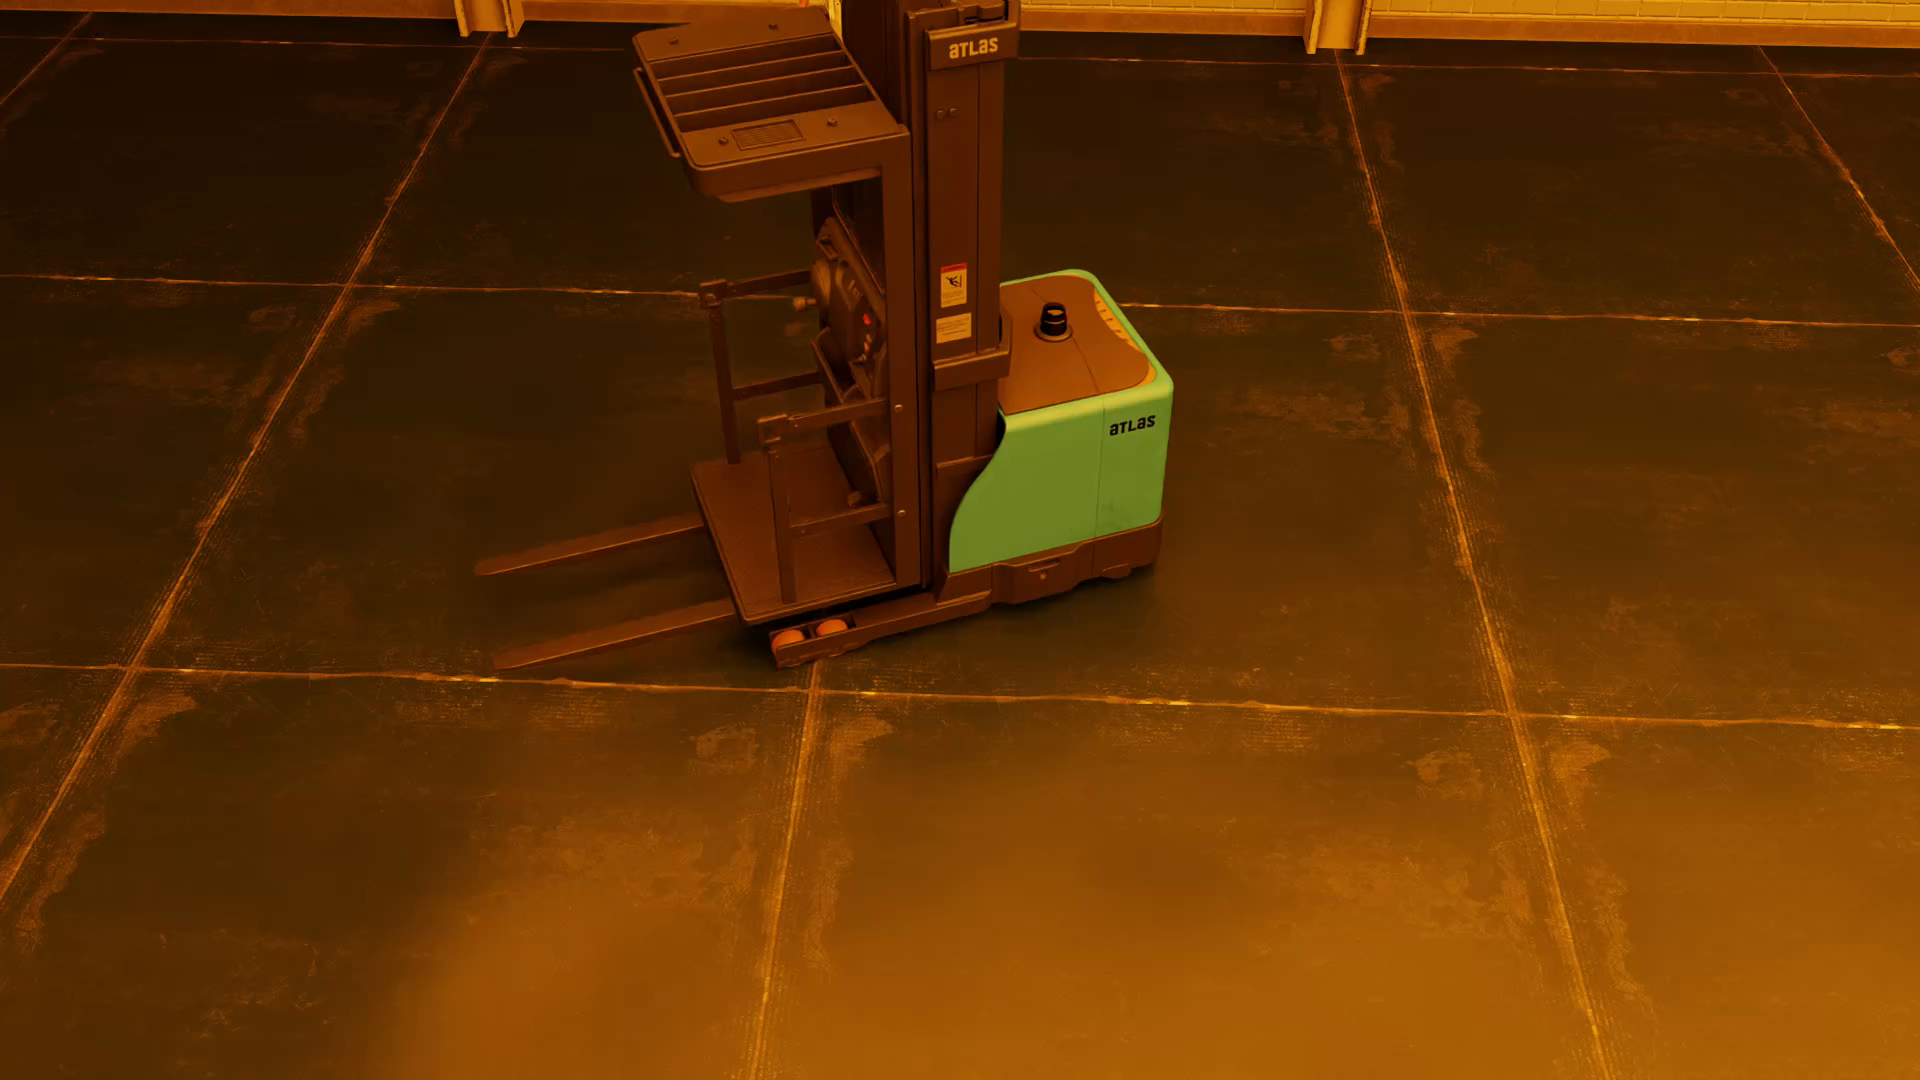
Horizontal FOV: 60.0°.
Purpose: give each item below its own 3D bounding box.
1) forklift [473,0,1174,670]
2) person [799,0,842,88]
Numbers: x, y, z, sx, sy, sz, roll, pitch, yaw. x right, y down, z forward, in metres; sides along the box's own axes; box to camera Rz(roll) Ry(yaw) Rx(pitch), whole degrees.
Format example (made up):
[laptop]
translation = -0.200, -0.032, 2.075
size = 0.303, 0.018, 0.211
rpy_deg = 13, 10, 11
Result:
[forklift]
translation = -0.644, -0.928, 6.759
size = 3.031, 2.935, 1.130
rpy_deg = -13, 44, -14
[person]
translation = 2239.518, -33683.172, 36903.760
size = 1463.169, 2.659, 99999.603
rpy_deg = 1, 42, 1
